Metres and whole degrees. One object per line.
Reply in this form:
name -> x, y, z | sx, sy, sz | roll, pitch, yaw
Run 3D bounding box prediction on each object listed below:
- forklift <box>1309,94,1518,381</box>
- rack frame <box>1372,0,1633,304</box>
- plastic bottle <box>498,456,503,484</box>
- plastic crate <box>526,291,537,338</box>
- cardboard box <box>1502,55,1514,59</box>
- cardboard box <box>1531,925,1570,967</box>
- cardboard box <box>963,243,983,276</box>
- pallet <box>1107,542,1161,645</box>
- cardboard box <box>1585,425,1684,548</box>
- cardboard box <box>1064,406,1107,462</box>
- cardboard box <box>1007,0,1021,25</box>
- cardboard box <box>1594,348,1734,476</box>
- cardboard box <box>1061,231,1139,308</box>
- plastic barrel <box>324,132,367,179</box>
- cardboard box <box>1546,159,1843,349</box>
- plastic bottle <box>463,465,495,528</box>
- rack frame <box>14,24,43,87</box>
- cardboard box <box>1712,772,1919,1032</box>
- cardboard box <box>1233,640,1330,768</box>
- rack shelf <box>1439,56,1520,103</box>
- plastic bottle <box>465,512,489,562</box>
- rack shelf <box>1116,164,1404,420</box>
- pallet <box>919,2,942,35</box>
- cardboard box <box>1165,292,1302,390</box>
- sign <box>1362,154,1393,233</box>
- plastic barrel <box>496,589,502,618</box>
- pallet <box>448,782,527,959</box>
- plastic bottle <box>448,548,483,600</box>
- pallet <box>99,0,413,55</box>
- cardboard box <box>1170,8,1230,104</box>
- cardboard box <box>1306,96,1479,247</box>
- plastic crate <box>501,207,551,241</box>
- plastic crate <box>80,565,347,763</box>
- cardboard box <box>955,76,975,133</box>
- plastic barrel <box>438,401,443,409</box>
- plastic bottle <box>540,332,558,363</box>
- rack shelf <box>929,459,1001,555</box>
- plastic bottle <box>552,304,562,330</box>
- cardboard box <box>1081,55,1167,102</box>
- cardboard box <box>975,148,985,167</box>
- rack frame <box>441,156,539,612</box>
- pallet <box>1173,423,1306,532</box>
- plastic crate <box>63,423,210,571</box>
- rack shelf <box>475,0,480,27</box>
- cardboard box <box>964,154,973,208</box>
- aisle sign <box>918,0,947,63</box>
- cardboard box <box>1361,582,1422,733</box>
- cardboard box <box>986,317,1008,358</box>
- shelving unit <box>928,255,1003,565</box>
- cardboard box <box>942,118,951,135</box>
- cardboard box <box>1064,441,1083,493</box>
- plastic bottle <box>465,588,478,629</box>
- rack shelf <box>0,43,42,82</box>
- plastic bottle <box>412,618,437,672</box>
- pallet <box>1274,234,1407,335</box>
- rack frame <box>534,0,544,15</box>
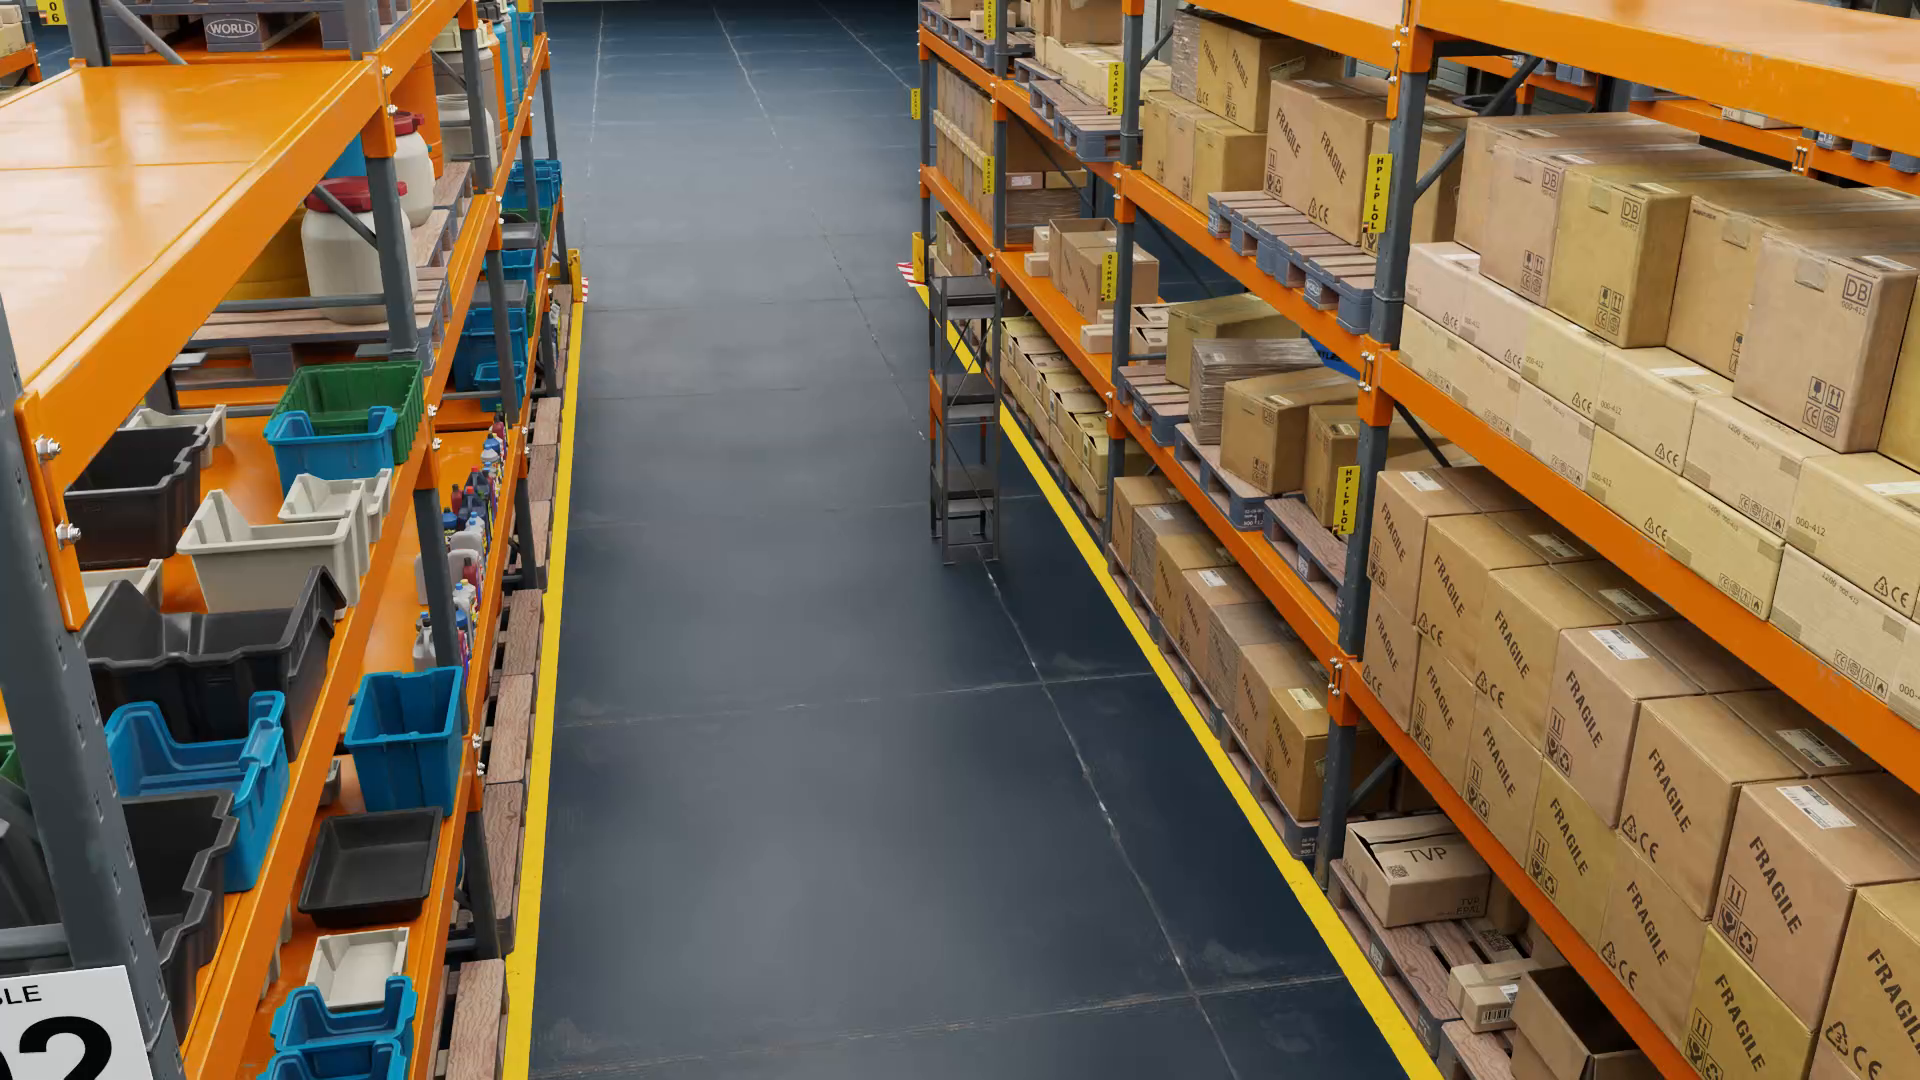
forklift -> 4.293, -1.840, 12.802 | 3.031, 2.935, 1.130 | 16, 28, 33
rack frame -> 2.278, -2.438, 6.588 | 1.000, 3.000, 0.127 | -4, 24, -10
plastic bottle -> -2.736, -0.426, 9.725 | 0.097, 0.201, 0.097 | 0, 24, 0
plastic crate -> -3.471, -1.709, 12.679 | 0.450, 0.188, 0.662 | -4, 24, -10
cardboard box -> 5.329, -4.814, 15.627 | 0.500, 0.500, 0.500 | -4, 24, -8
cardboard box -> 2.801, 1.840, 7.098 | 0.500, 0.311, 0.500 | -4, 24, -10
cardboard box -> 0.321, -2.671, 16.592 | 0.500, 0.500, 0.500 | -4, 24, -10
pallet -> 1.639, 0.313, 11.271 | 1.003, 0.211, 1.213 | -4, 24, -10
cardboard box -> 2.400, -0.195, 5.387 | 0.500, 0.250, 0.500 | -4, 24, -10
cardboard box -> 1.097, -0.843, 12.642 | 0.500, 0.311, 0.500 | -5, 24, -11
cardboard box -> 0.618, -5.171, 15.765 | 0.797, 0.503, 0.637 | -2, 24, -4
cardboard box -> 2.392, -0.423, 5.286 | 0.500, 0.250, 0.500 | -4, 24, -10
cardboard box -> 1.115, -2.173, 13.354 | 0.500, 0.500, 0.500 | -4, 24, -10
plastic barrel -> -3.057, -1.780, 7.679 | 0.600, 0.901, 0.708 | -4, 24, -10
cardboard box -> 2.457, -0.975, 5.613 | 0.700, 0.500, 0.500 | -4, 24, -10
plastic bottle -> -2.637, -0.231, 9.093 | 0.144, 0.351, 0.185 | -4, 24, -10
rack frame -> -9.677, -3.677, 16.921 | 1.000, 3.000, 0.127 | -4, 24, -10
cardboard box -> 2.571, 1.028, 4.775 | 0.500, 0.500, 0.500 | -4, 24, -8
cardboard box -> 1.822, 0.888, 9.044 | 0.500, 0.500, 0.500 | -4, 24, -10
rack shelf -> 5.296, -5.035, 17.181 | 1.077, 0.370, 4.000 | -4, 24, -10
plastic bottle -> -2.529, -0.016, 8.699 | 0.097, 0.271, 0.097 | 0, 24, 0
rack shelf -> 1.908, -1.520, 9.134 | 1.077, 0.370, 4.000 | -4, 24, -10
pallet -> 0.164, -5.463, 17.372 | 1.003, 0.211, 1.213 | -4, 24, -10
cardboard box -> 1.765, -1.261, 10.739 | 0.700, 0.500, 0.500 | -13, 27, -27
sign -> 1.733, -1.438, 6.909 | 0.100, 0.325, 0.005 | -4, 24, -10
plastic barrel -> -3.223, 0.097, 10.468 | 0.600, 0.830, 0.708 | -4, 24, -10
pallet -> -2.692, 1.648, 8.213 | 1.003, 0.211, 1.213 | -4, 24, -10
plastic bottle -> -2.473, 0.159, 8.293 | 0.152, 0.276, 0.135 | -4, 24, -10
pallet -> -2.774, -2.126, 6.610 | 1.003, 0.211, 1.213 | -4, 24, -10
cardboard box -> 1.613, -2.968, 10.177 | 0.500, 0.500, 0.500 | -4, 24, -10
cardboard box -> 2.111, -1.812, 8.129 | 0.600, 0.600, 0.600 | -5, 24, -10
plastic crate -> -4.044, -2.928, 15.470 | 0.450, 0.188, 0.662 | -4, 24, -10
plastic crate -> -1.863, 0.283, 4.185 | 0.504, 0.338, 0.767 | -4, 24, -10
cardboard box -> 0.339, -4.439, 16.920 | 0.700, 0.500, 0.500 | -4, 24, -10
plastic barrel -> -3.714, -1.119, 10.895 | 0.600, 0.536, 0.708 | -4, 24, -10
plastic bottle -> -3.812, -1.806, 15.397 | 0.144, 0.351, 0.185 | -4, 24, -8
rack shelf -> 0.031, -0.243, 11.966 | 0.431, 0.518, 0.480 | -4, 24, -10
plastic bottle -> -4.020, -2.206, 16.406 | 0.152, 0.276, 0.135 | -4, 24, -9
cardboard box -> 1.190, -3.365, 12.122 | 0.500, 0.250, 0.500 | -5, 24, -11
cardboard box -> 0.351, -3.670, 15.969 | 0.380, 0.149, 0.250 | -4, 24, -10
rack frame -> -3.330, -0.897, 10.555 | 1.000, 3.000, 0.127 | -4, 24, -10
pallet -> 1.902, -0.409, 9.679 | 1.003, 0.211, 1.213 | -4, 24, -10
plastic crate -> -2.630, -0.129, 5.213 | 0.497, 0.269, 0.590 | -4, 24, -10
rack shelf -> -3.700, -3.920, 11.380 | 1.077, 0.370, 4.000 | -4, 24, -10
cardboard box -> 0.422, -3.661, 16.760 | 0.700, 0.500, 0.500 | -4, 24, -8
aisle sign -> -0.254, -5.603, 18.083 | 0.394, 0.787, 0.004 | -4, 24, -10
cardboard box -> 2.104, 0.486, 7.264 | 0.500, 0.500, 0.500 | -4, 24, -8
cardboard box -> 0.498, -1.934, 15.841 | 0.500, 0.250, 0.500 | -4, 24, -10
shelving unit -> 0.031, -0.897, 11.681 | 0.431, 2.100, 0.503 | -4, 24, -10
cardboard box -> 0.016, -4.379, 17.594 | 0.380, 0.149, 0.250 | -4, 24, -10
cardboard box -> 1.102, -0.585, 12.754 | 0.500, 0.250, 0.500 | -5, 24, -10
plastic bottle -> -2.382, 0.328, 8.000 | 0.097, 0.201, 0.097 | 0, 24, 0
rack shelf -> -9.307, -3.935, 14.663 | 1.077, 0.370, 4.000 | -4, 24, -10
plastic bottle -> -2.345, 0.521, 7.371 | 0.144, 0.351, 0.185 | -4, 24, -10
pallet -> 2.226, -1.239, 7.825 | 1.213, 0.211, 1.003 | -4, 24, -10
rack frame -> -4.810, -6.793, 16.559 | 1.000, 3.000, 0.127 | -4, 24, -10
